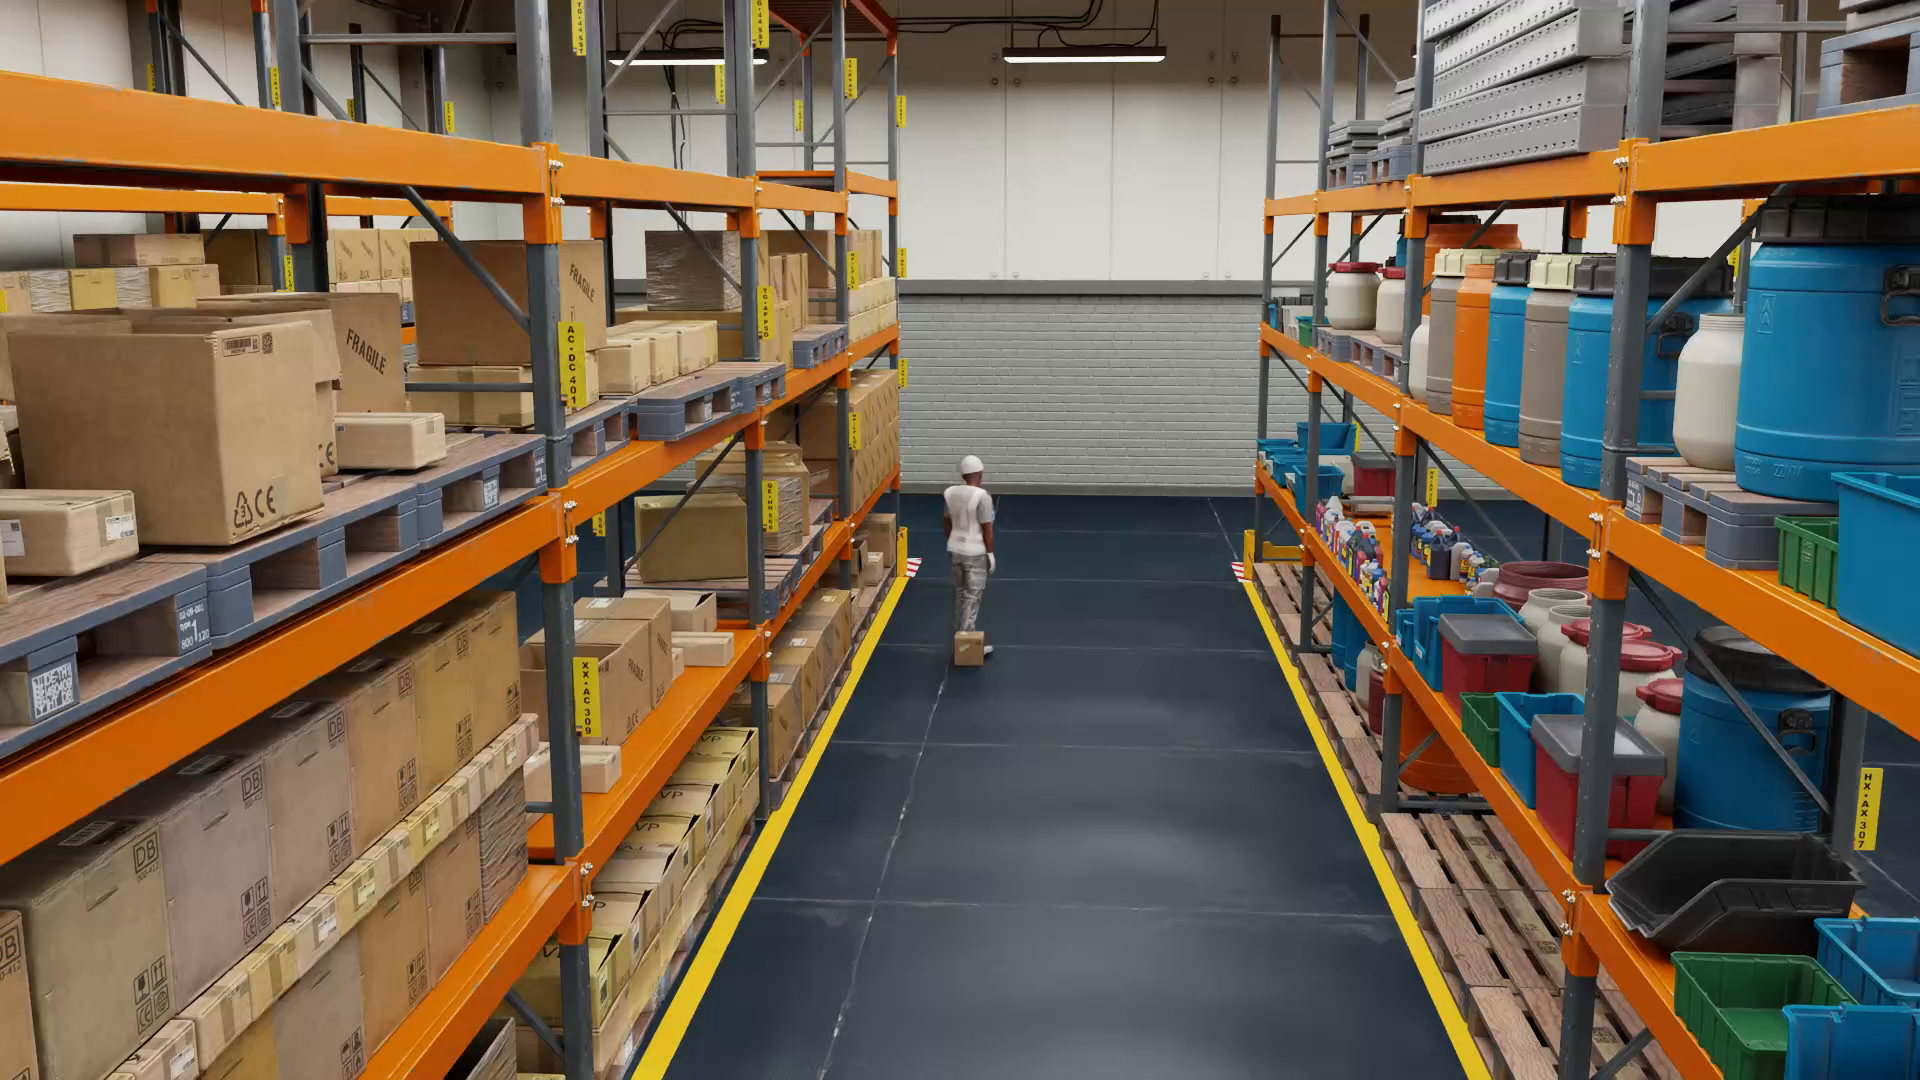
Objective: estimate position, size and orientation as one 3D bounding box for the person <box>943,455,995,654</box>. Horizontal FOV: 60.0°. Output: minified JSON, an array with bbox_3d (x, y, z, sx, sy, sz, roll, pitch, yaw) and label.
[{"bbox_3d":[0.103,0.121,15.104,0.485,1.785,0.584,-9,14,-40],"label":"person"}]
